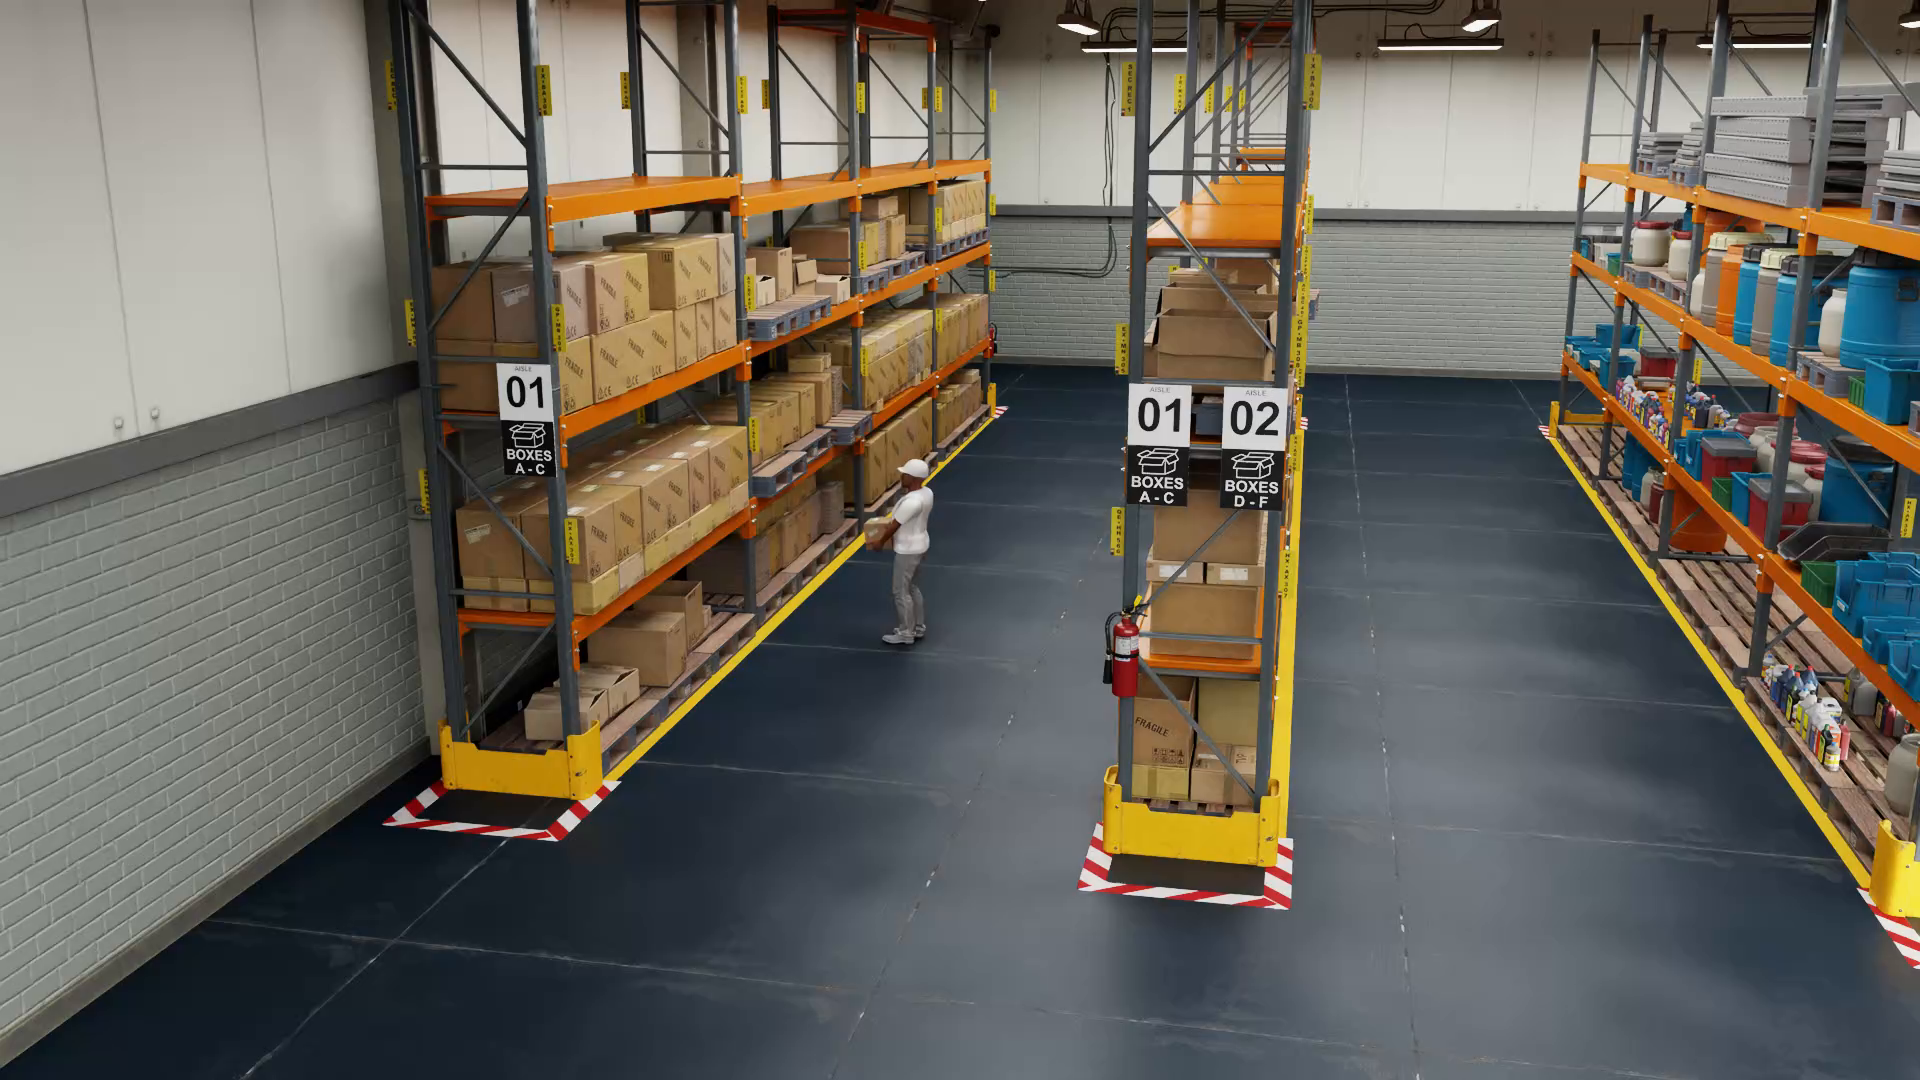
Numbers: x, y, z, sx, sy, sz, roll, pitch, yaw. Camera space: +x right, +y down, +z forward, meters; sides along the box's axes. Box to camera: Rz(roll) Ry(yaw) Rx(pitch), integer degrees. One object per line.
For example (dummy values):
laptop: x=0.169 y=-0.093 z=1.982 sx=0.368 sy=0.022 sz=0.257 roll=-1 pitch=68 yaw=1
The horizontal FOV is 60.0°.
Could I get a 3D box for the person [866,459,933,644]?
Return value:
person: x=-0.565 y=0.097 z=15.601 sx=0.587 sy=1.760 sz=0.503 roll=3 pitch=15 yaw=12
